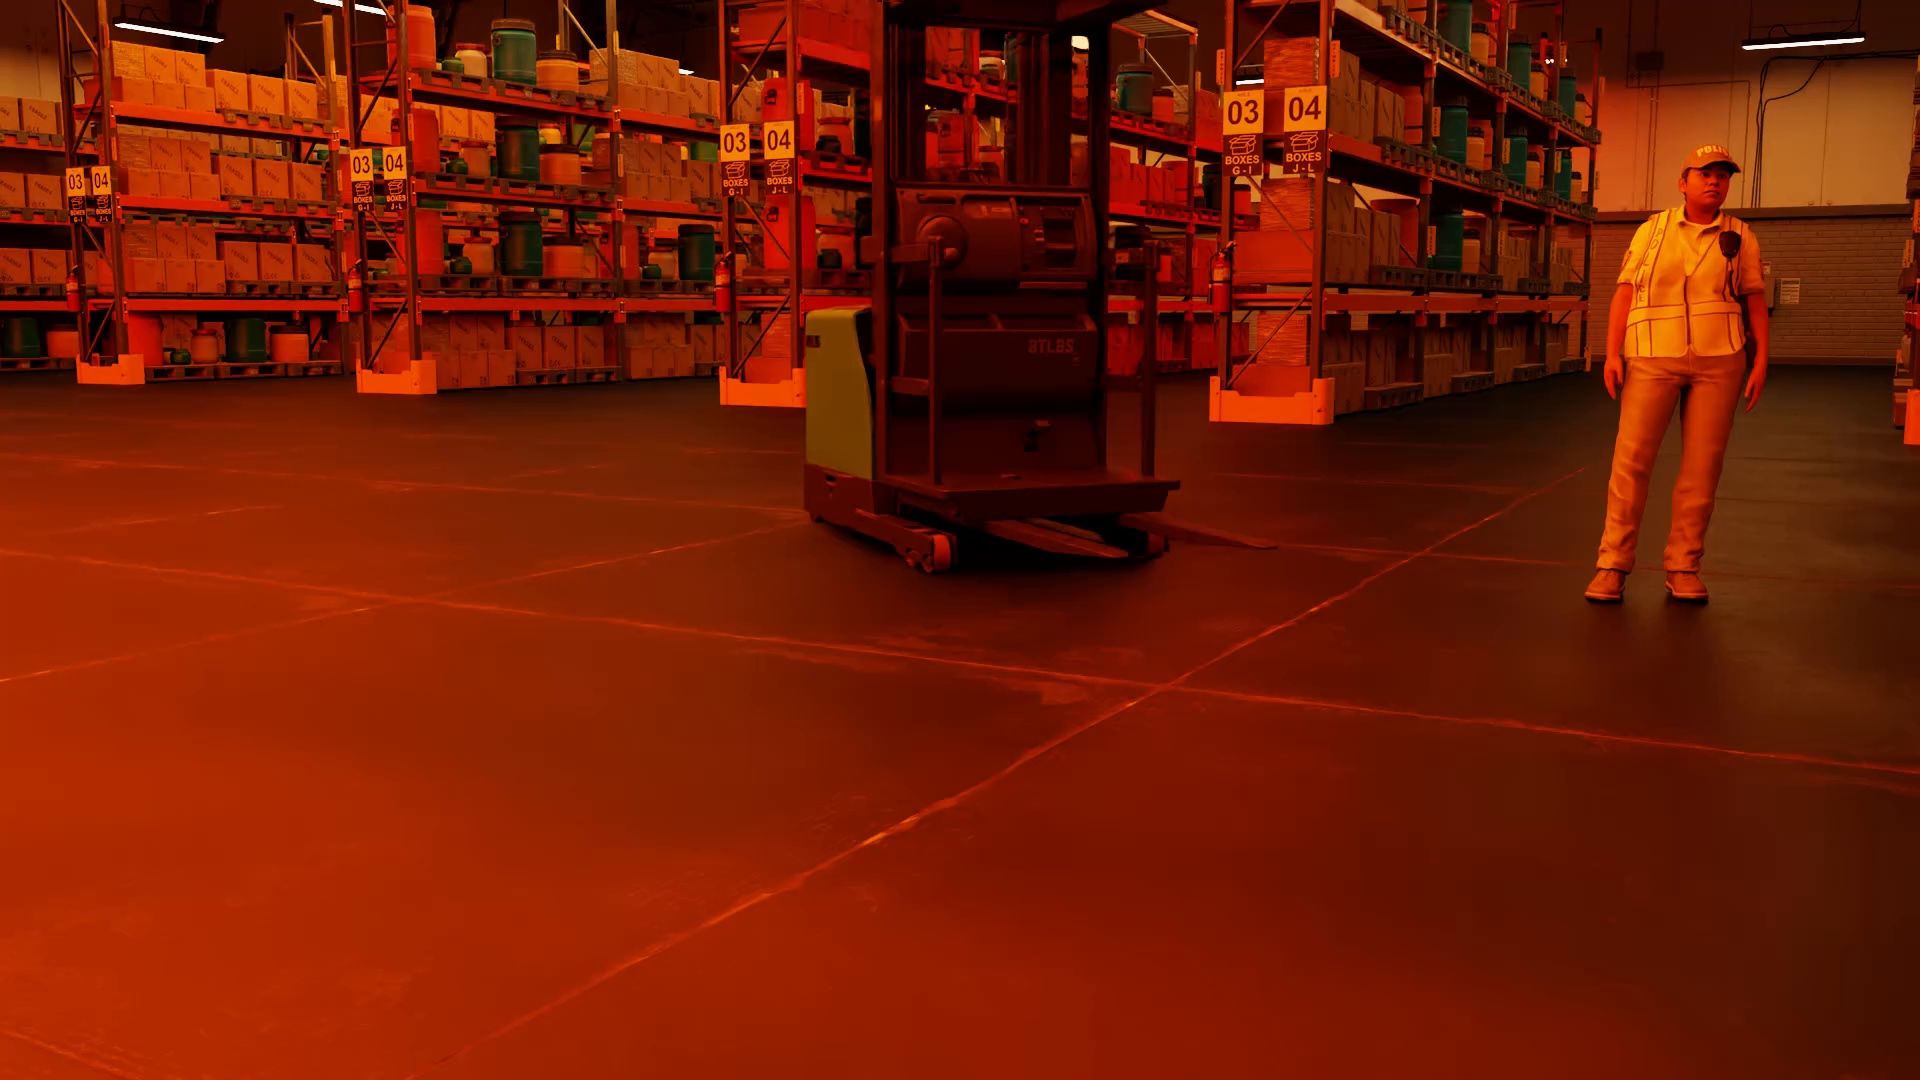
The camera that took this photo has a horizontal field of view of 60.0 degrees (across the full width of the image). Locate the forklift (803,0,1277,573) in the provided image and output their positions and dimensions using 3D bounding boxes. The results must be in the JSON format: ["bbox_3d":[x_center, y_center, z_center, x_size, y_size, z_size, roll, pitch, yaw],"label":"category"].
[{"bbox_3d":[0.251,-1.380,7.090,1.130,2.935,3.031,-3,9,-23],"label":"forklift"}]

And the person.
[{"bbox_3d":[2.672,-0.620,6.162,0.596,1.670,0.530,3,8,19],"label":"person"}]
